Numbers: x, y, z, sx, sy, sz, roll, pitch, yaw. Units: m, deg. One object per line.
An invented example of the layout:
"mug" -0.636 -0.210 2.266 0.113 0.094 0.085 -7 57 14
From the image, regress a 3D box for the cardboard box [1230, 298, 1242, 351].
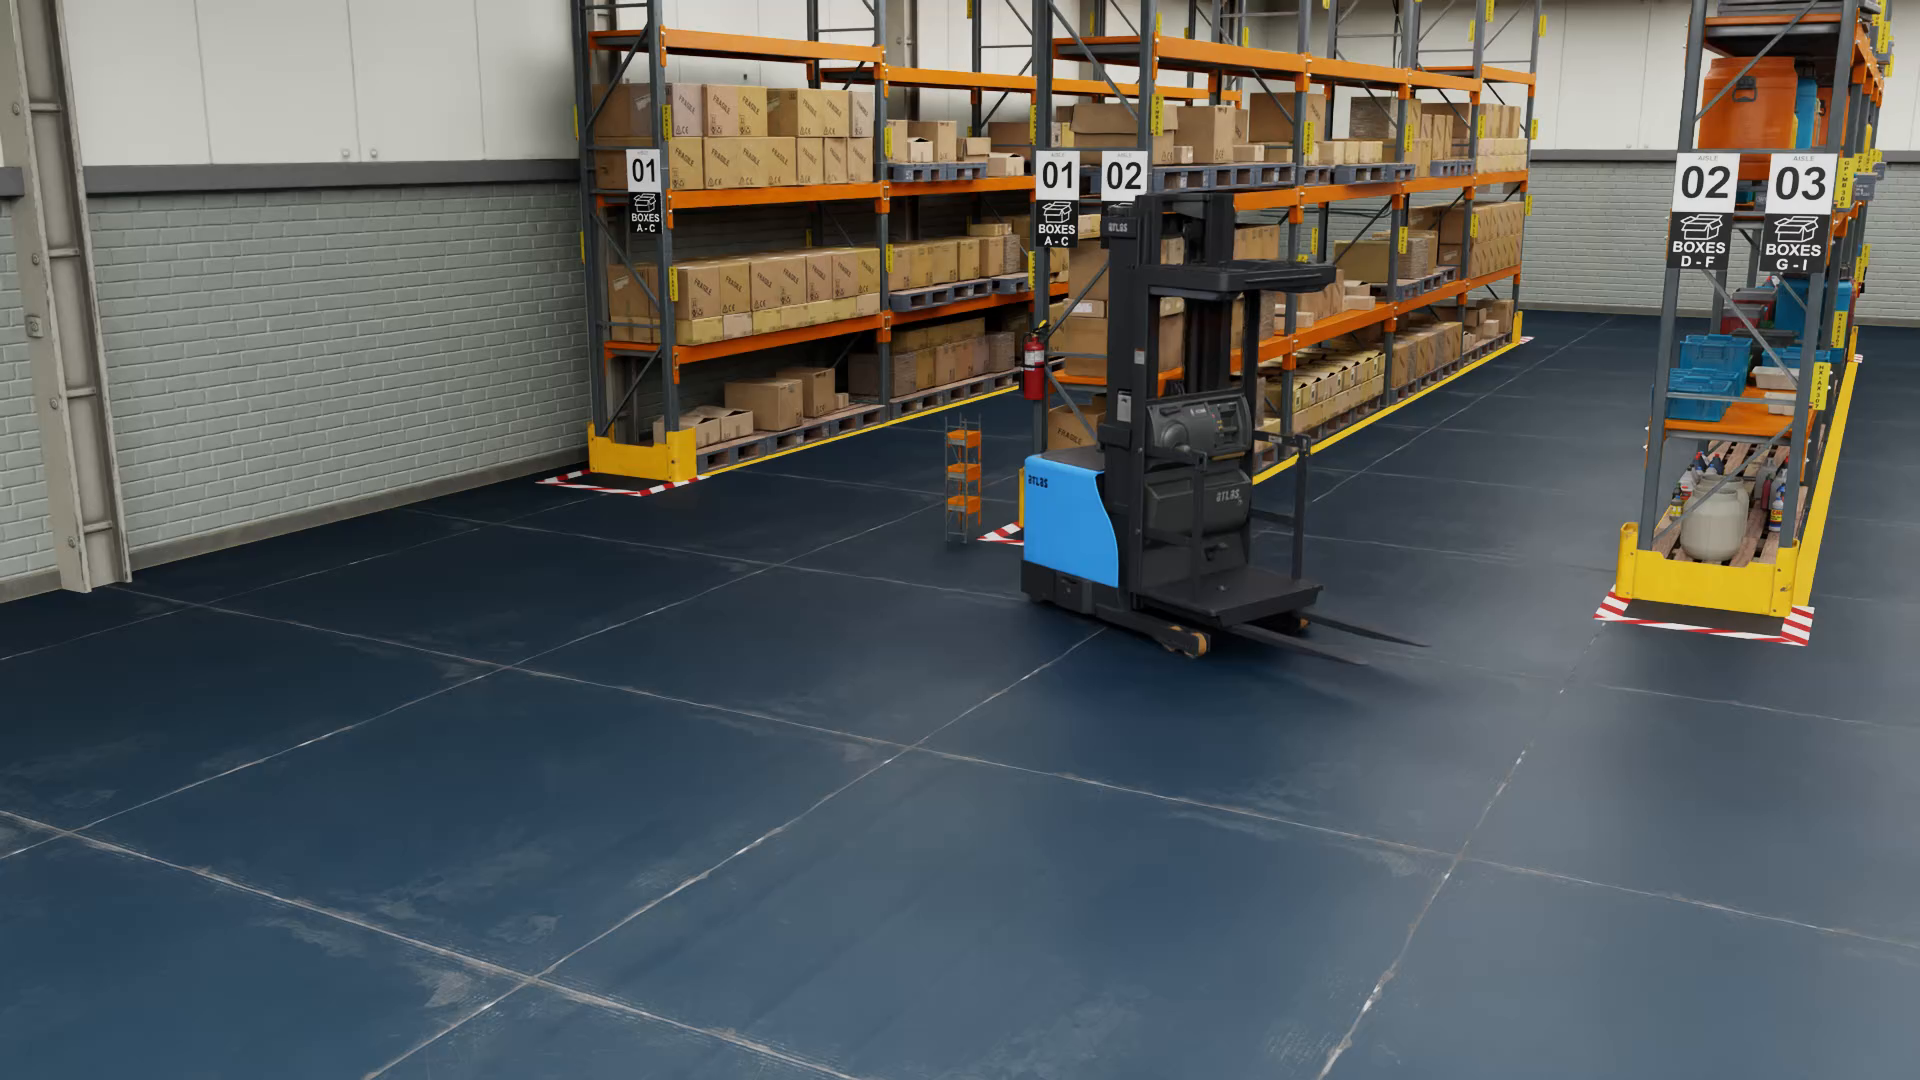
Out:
"cardboard box" 2.327 -2.115 16.195 0.700 0.500 0.500 8 16 29

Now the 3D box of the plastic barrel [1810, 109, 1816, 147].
"plastic barrel" 8.054 -3.907 16.371 0.600 0.901 0.708 7 15 28

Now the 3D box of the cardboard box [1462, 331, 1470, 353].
"cardboard box" 7.291 -2.980 24.791 0.500 0.311 0.500 7 15 28

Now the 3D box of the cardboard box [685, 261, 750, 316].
"cardboard box" -2.499 -2.575 16.993 0.500 0.500 0.500 7 15 28

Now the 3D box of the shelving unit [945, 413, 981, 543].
"shelving unit" 0.026 -0.521 13.956 0.215 1.050 0.252 7 15 28

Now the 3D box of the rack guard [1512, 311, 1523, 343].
"rack guard" 8.796 -3.601 27.904 1.175 0.500 0.348 7 15 28

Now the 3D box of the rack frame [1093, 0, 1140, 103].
"rack frame" 2.561 -7.488 25.894 1.000 3.000 0.127 7 15 28

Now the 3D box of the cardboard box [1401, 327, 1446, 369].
"cardboard box" 6.422 -2.673 23.116 0.500 0.500 0.500 8 16 29

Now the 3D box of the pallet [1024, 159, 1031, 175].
"pallet" 0.892 -5.256 23.436 1.213 0.211 1.003 8 16 31

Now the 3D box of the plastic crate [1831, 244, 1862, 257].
"plastic crate" 13.168 -4.226 24.961 0.616 0.435 0.499 7 15 28

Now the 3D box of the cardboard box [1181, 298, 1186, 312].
"cardboard box" 1.847 -2.126 14.856 0.380 0.149 0.250 7 15 27

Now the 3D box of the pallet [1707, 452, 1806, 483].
"pallet" 7.711 -0.618 16.146 1.003 0.211 1.213 7 15 28

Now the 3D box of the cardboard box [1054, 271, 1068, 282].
"cardboard box" 1.321 -3.776 23.788 0.380 0.149 0.250 8 16 30

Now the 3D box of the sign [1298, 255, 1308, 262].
"sign" 3.518 -2.767 17.094 0.100 0.325 0.005 7 15 28

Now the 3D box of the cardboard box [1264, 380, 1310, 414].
"cardboard box" 3.449 -1.567 17.906 0.500 0.311 0.500 7 15 28

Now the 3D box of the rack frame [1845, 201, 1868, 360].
"rack frame" 13.167 -4.270 25.345 1.000 3.000 0.127 7 15 28

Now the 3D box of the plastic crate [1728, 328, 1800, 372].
"plastic crate" 7.001 -1.685 14.754 0.767 0.338 0.504 7 15 28

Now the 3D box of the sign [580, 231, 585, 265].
"sign" -3.717 -2.893 16.490 0.100 0.325 0.005 7 15 28

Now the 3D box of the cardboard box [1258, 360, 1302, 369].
"cardboard box" 3.712 -1.938 19.446 0.500 0.311 0.500 7 15 27

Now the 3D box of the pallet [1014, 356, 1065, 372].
"pallet" 1.074 -2.549 24.155 1.003 0.211 1.213 7 15 28

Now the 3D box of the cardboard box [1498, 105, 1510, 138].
"cardboard box" 8.135 -6.510 25.889 0.700 0.500 0.500 7 15 28

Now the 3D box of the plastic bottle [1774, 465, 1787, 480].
"plastic bottle" 7.058 -0.464 14.270 0.144 0.351 0.185 7 15 28

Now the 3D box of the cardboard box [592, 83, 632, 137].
"cardboard box" -3.261 -4.231 16.392 0.500 0.500 0.500 8 16 31

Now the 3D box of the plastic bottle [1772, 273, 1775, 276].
"plastic bottle" 10.618 -3.338 21.730 0.061 0.283 0.133 7 15 28

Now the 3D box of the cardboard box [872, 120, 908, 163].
"cardboard box" -0.972 -4.745 19.804 0.500 0.500 0.500 10 17 36

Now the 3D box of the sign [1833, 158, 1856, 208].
"sign" 5.911 -2.387 11.114 0.100 0.325 0.005 7 15 28

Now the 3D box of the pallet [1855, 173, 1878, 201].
"pallet" 7.102 -3.015 14.144 1.213 0.211 1.003 7 15 28

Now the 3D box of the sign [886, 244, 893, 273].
"sign" -0.828 -3.291 19.439 0.100 0.325 0.005 7 15 28

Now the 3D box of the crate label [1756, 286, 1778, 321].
"crate label" 8.582 -2.473 17.814 0.502 0.435 0.616 7 15 28

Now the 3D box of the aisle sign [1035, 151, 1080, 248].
"aisle sign" 0.809 -2.833 13.837 0.394 0.787 0.004 7 15 28

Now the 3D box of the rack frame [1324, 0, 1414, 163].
"rack frame" 4.965 -6.107 20.165 1.000 3.000 0.127 7 15 28

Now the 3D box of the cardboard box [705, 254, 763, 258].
"cardboard box" -2.457 -2.844 18.107 0.500 0.500 0.500 8 16 29

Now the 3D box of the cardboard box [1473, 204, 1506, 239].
"cardboard box" 8.120 -4.928 25.728 0.500 0.500 0.500 8 16 30

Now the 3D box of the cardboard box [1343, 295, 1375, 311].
"cardboard box" 4.772 -2.853 20.002 0.380 0.149 0.250 7 15 28

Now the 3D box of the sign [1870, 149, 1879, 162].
"sign" 11.714 -4.849 21.328 0.100 0.325 0.005 7 15 28

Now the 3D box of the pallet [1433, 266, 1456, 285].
"pallet" 6.417 -3.766 23.666 1.003 0.211 1.213 7 15 28

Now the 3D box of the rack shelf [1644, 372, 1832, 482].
"rack shelf" 6.399 -1.048 13.515 1.077 0.370 4.000 7 15 28

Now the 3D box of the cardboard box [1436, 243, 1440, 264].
"cardboard box" 6.916 -4.192 24.806 0.500 0.500 0.500 8 16 29

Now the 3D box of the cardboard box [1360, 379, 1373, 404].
"cardboard box" 4.678 -1.816 20.138 0.500 0.250 0.500 7 15 27

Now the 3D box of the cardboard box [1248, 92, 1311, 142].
"cardboard box" 3.364 -4.446 17.499 0.500 0.500 0.500 8 15 29

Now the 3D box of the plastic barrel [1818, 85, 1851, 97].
"plastic barrel" 10.542 -4.988 19.957 0.600 0.901 0.708 7 15 28

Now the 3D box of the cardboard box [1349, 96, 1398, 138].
"cardboard box" 5.182 -5.272 20.756 0.500 0.500 0.500 7 15 28

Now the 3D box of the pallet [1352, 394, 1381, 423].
"pallet" 4.533 -1.671 20.513 1.003 0.211 1.213 7 15 28

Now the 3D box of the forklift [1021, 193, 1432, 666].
"forklift" 1.751 -0.787 11.042 1.130 2.935 3.031 -10 17 -37

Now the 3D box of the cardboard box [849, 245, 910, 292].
"cardboard box" -1.031 -3.294 20.143 0.700 0.500 0.500 7 15 28

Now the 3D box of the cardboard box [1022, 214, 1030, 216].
"cardboard box" 1.123 -4.652 24.438 0.500 0.250 0.500 7 15 27

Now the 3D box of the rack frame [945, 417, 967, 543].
"rack frame" -0.033 -0.496 13.852 0.200 1.050 0.008 7 15 28

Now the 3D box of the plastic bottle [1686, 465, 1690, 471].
"plastic bottle" 6.405 -0.515 14.626 0.061 0.283 0.133 8 16 31

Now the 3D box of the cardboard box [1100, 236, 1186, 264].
"cardboard box" 1.610 -2.442 14.783 0.700 0.500 0.500 7 15 27

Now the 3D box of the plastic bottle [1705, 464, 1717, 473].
"plastic bottle" 6.648 -0.534 14.729 0.097 0.271 0.097 0 14 0

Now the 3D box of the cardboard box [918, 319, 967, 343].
"cardboard box" -0.250 -2.745 21.813 0.500 0.250 0.500 7 15 28

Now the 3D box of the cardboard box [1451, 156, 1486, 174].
"cardboard box" 7.350 -5.468 24.236 0.500 0.250 0.500 7 15 28

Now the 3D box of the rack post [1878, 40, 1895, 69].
"rack post" 10.366 -5.693 19.514 0.937 0.300 0.954 9 16 34

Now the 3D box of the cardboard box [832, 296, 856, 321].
"cardboard box" -1.519 -2.634 18.838 0.500 0.250 0.500 7 15 28

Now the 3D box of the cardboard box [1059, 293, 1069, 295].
"cardboard box" 1.933 -3.400 25.428 0.750 0.750 0.750 8 16 30
